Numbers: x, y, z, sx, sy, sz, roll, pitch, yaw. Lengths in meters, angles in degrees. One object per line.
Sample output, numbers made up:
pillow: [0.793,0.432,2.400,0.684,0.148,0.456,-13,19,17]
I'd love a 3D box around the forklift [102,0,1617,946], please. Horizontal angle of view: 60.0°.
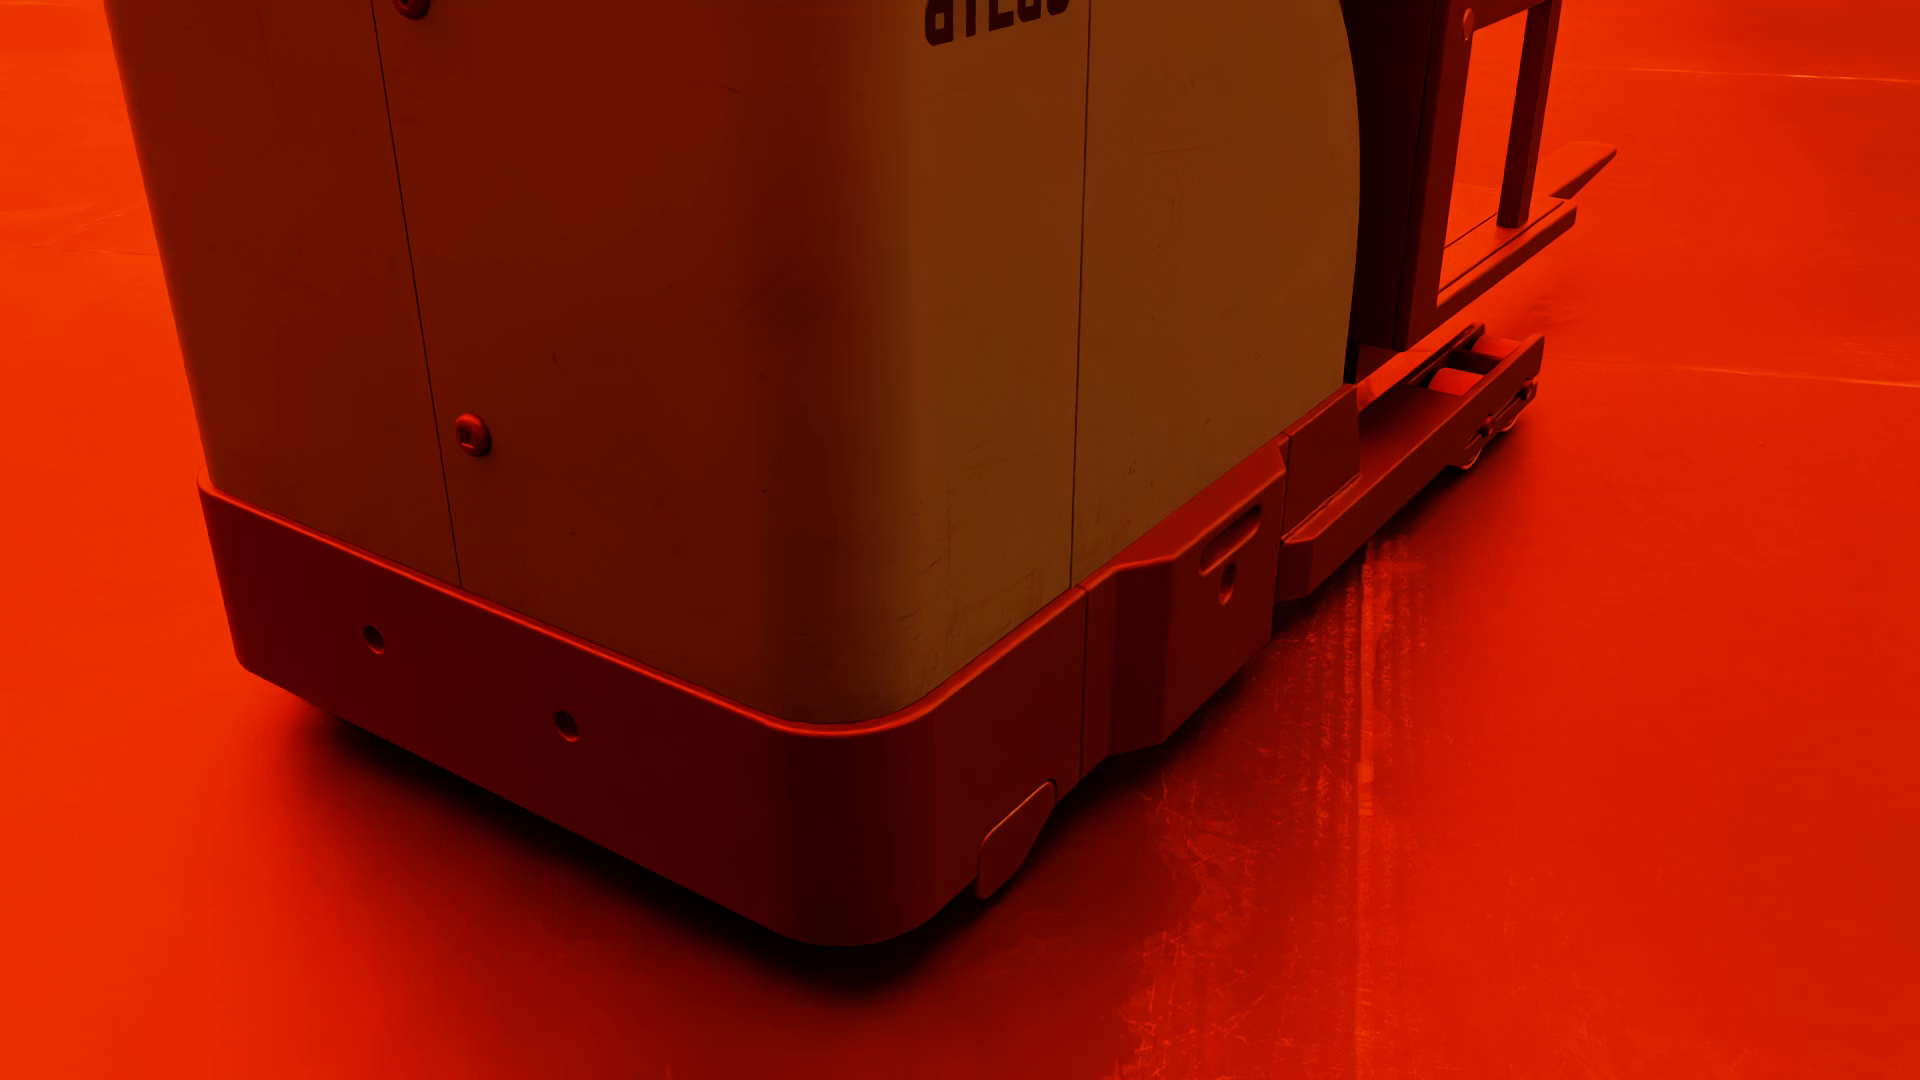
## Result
forklift: [0.349,-1.534,2.287,1.130,2.935,3.031,17,32,31]
